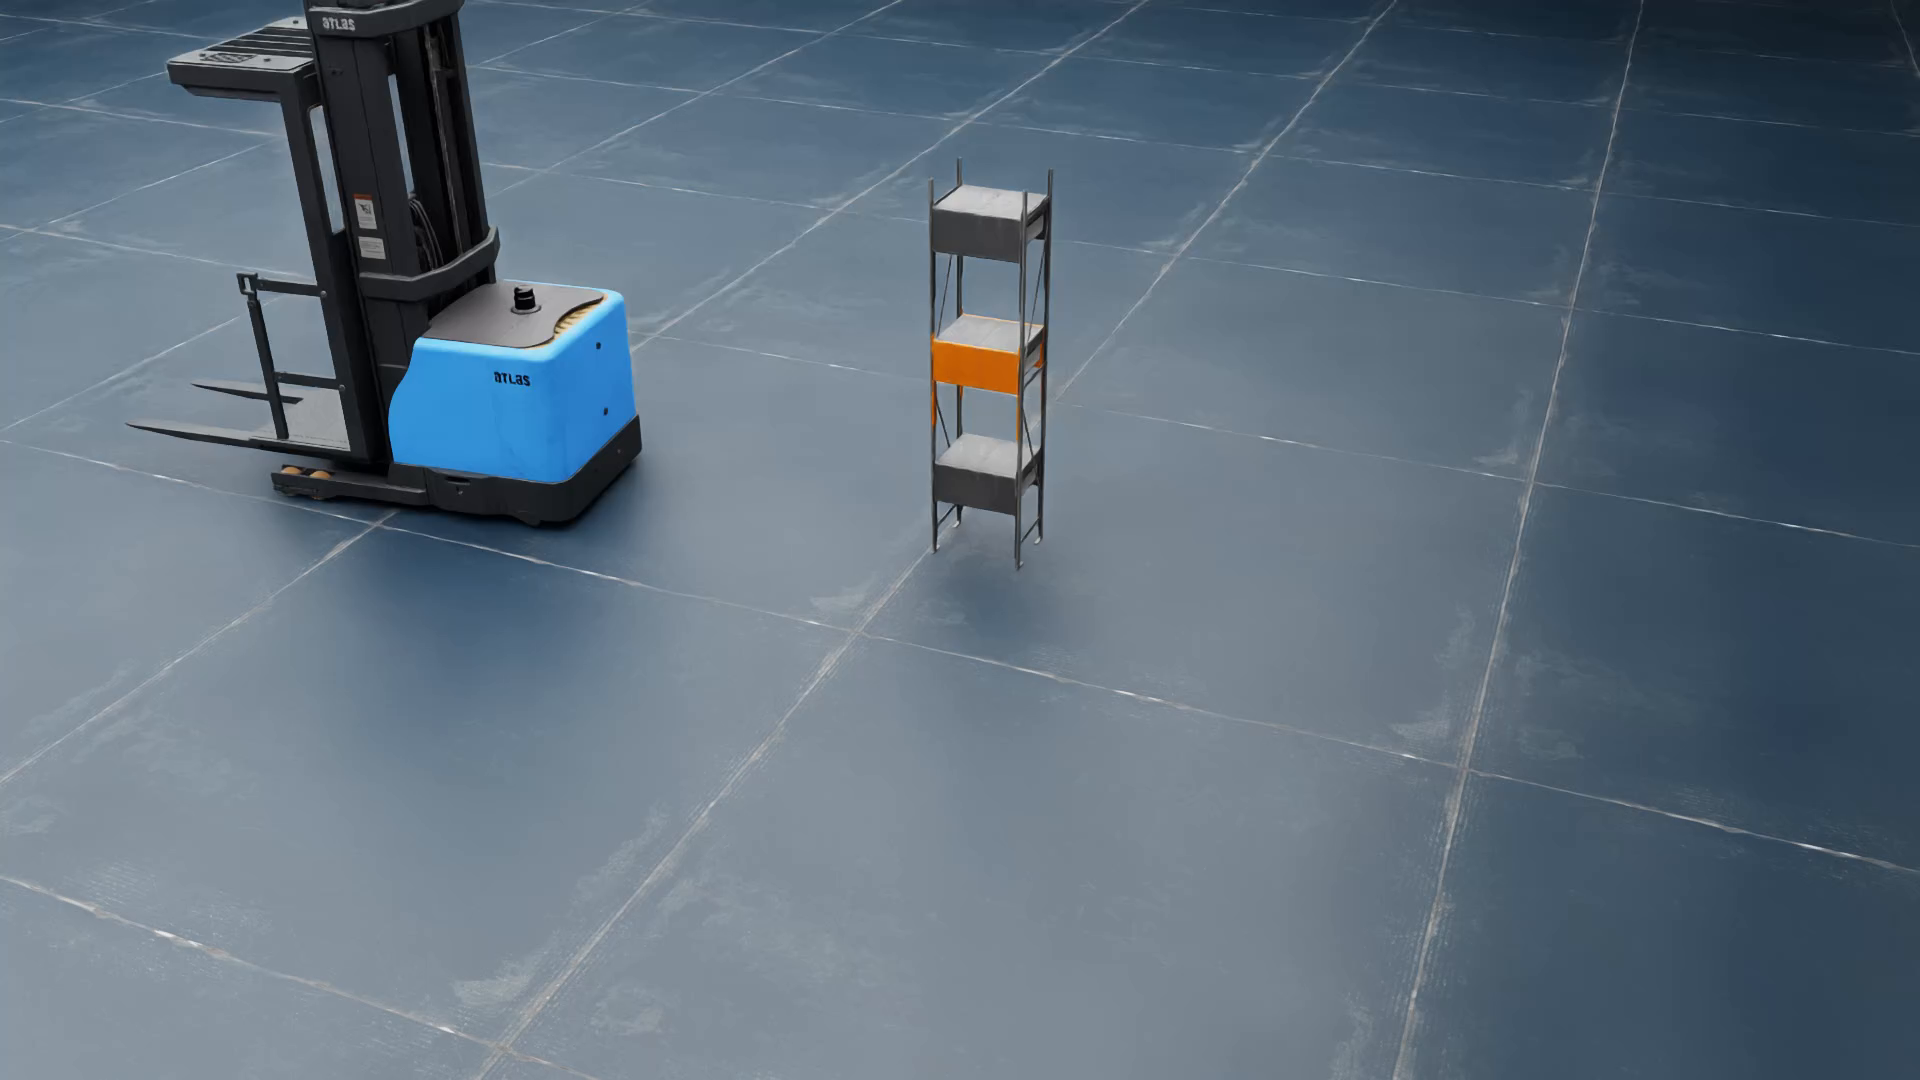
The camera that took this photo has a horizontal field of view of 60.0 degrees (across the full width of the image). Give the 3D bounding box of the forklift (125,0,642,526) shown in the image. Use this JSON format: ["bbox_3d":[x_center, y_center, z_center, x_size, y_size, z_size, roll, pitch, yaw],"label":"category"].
[{"bbox_3d":[-3.501,-1.750,9.367,3.031,2.935,1.130,8,30,13],"label":"forklift"}]

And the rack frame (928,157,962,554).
[{"bbox_3d":[-0.073,-0.929,8.759,0.015,2.100,0.400,11,31,19],"label":"rack frame"}]

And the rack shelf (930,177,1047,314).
[{"bbox_3d":[0.153,-1.481,8.341,0.480,0.518,0.431,11,31,19],"label":"rack shelf"}]

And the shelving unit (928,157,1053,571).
[{"bbox_3d":[0.153,-0.883,8.679,0.503,2.100,0.431,11,31,19],"label":"shelving unit"}]

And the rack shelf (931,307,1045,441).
[{"bbox_3d":[0.153,-0.872,8.686,0.480,0.518,0.431,11,31,19],"label":"rack shelf"}]

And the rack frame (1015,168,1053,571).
[{"bbox_3d":[0.379,-0.838,8.599,0.015,2.100,0.400,11,31,19],"label":"rack frame"}]

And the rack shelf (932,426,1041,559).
[{"bbox_3d":[0.153,-0.262,9.030,0.480,0.518,0.431,11,31,19],"label":"rack shelf"}]
